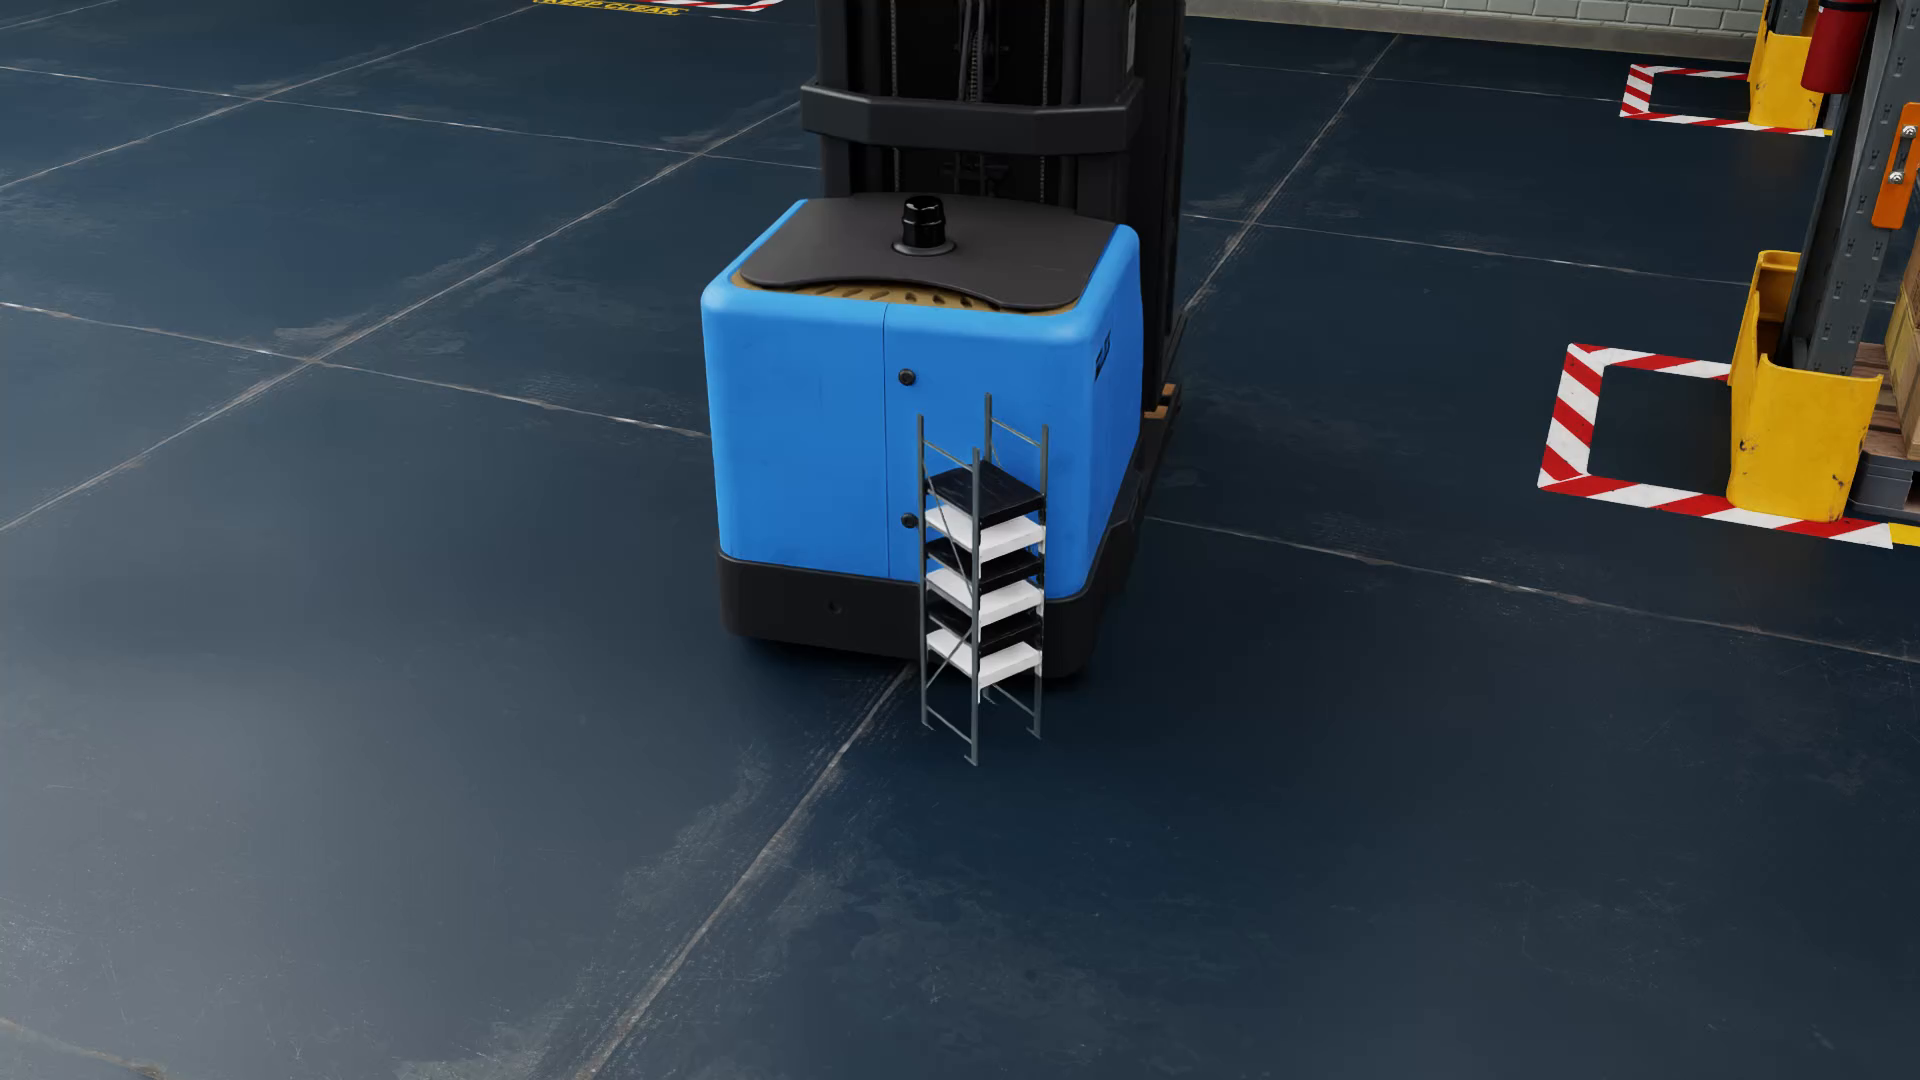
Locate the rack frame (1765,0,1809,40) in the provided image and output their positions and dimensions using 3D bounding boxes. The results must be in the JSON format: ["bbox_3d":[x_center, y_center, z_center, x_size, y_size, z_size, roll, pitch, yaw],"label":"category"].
[{"bbox_3d":[4.769,-3.903,9.107,0.127,3.000,1.000,11,31,19],"label":"rack frame"}]

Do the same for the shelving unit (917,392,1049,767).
[{"bbox_3d":[0.053,0.108,4.143,0.210,0.900,0.258,-20,35,-31],"label":"shelving unit"}]

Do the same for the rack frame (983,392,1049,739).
[{"bbox_3d":[0.135,0.078,4.196,0.006,0.900,0.240,-20,35,-31],"label":"rack frame"}]

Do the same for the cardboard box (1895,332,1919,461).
[{"bbox_3d":[3.324,-0.429,5.328,0.500,0.250,0.500,11,31,19],"label":"cardboard box"}]

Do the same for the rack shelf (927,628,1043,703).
[{"bbox_3d":[0.053,0.294,4.249,0.200,0.077,0.258,-20,35,-31],"label":"rack shelf"}]

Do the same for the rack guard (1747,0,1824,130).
[{"bbox_3d":[4.840,-2.801,9.698,0.348,0.500,1.175,11,31,19],"label":"rack guard"}]

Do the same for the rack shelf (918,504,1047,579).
[{"bbox_3d":[0.053,-0.019,4.071,0.200,0.077,0.258,-20,35,-31],"label":"rack shelf"}]

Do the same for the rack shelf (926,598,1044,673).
[{"bbox_3d":[0.053,0.216,4.204,0.200,0.077,0.258,-20,35,-31],"label":"rack shelf"}]

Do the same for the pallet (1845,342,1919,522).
[{"bbox_3d":[3.635,-0.308,5.580,1.213,0.211,1.003,11,31,19],"label":"pallet"}]

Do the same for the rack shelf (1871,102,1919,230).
[{"bbox_3d":[4.764,-0.961,4.632,4.000,0.370,1.077,11,31,19],"label":"rack shelf"}]

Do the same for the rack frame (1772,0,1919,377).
[{"bbox_3d":[2.910,-1.644,5.110,0.127,3.000,1.000,11,31,19],"label":"rack frame"}]

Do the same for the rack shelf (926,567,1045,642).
[{"bbox_3d":[0.053,0.137,4.160,0.200,0.077,0.258,-20,35,-31],"label":"rack shelf"}]

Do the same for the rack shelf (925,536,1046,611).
[{"bbox_3d":[0.053,0.059,4.116,0.200,0.077,0.258,-20,35,-31],"label":"rack shelf"}]

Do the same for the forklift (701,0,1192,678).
[{"bbox_3d":[0.176,-1.617,5.133,1.130,2.935,3.031,7,30,12],"label":"forklift"}]

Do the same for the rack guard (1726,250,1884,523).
[{"bbox_3d":[2.888,-0.560,5.733,0.348,0.500,1.175,11,31,19],"label":"rack guard"}]

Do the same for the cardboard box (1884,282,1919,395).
[{"bbox_3d":[3.518,-0.665,5.746,0.500,0.250,0.500,11,31,19],"label":"cardboard box"}]

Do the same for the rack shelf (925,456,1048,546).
[{"bbox_3d":[0.053,-0.098,4.027,0.200,0.077,0.258,-20,35,-31],"label":"rack shelf"}]

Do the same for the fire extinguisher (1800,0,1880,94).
[{"bbox_3d":[2.976,-1.844,5.543,0.183,0.674,0.296,11,31,19],"label":"fire extinguisher"}]

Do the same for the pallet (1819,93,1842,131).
[{"bbox_3d":[5.579,-2.509,9.474,1.213,0.211,1.003,11,31,19],"label":"pallet"}]

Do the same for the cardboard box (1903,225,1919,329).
[{"bbox_3d":[3.519,-0.993,5.563,0.500,0.500,0.500,11,31,19],"label":"cardboard box"}]

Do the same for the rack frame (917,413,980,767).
[{"bbox_3d":[-0.028,0.138,4.091,0.006,0.900,0.240,-20,35,-31],"label":"rack frame"}]
